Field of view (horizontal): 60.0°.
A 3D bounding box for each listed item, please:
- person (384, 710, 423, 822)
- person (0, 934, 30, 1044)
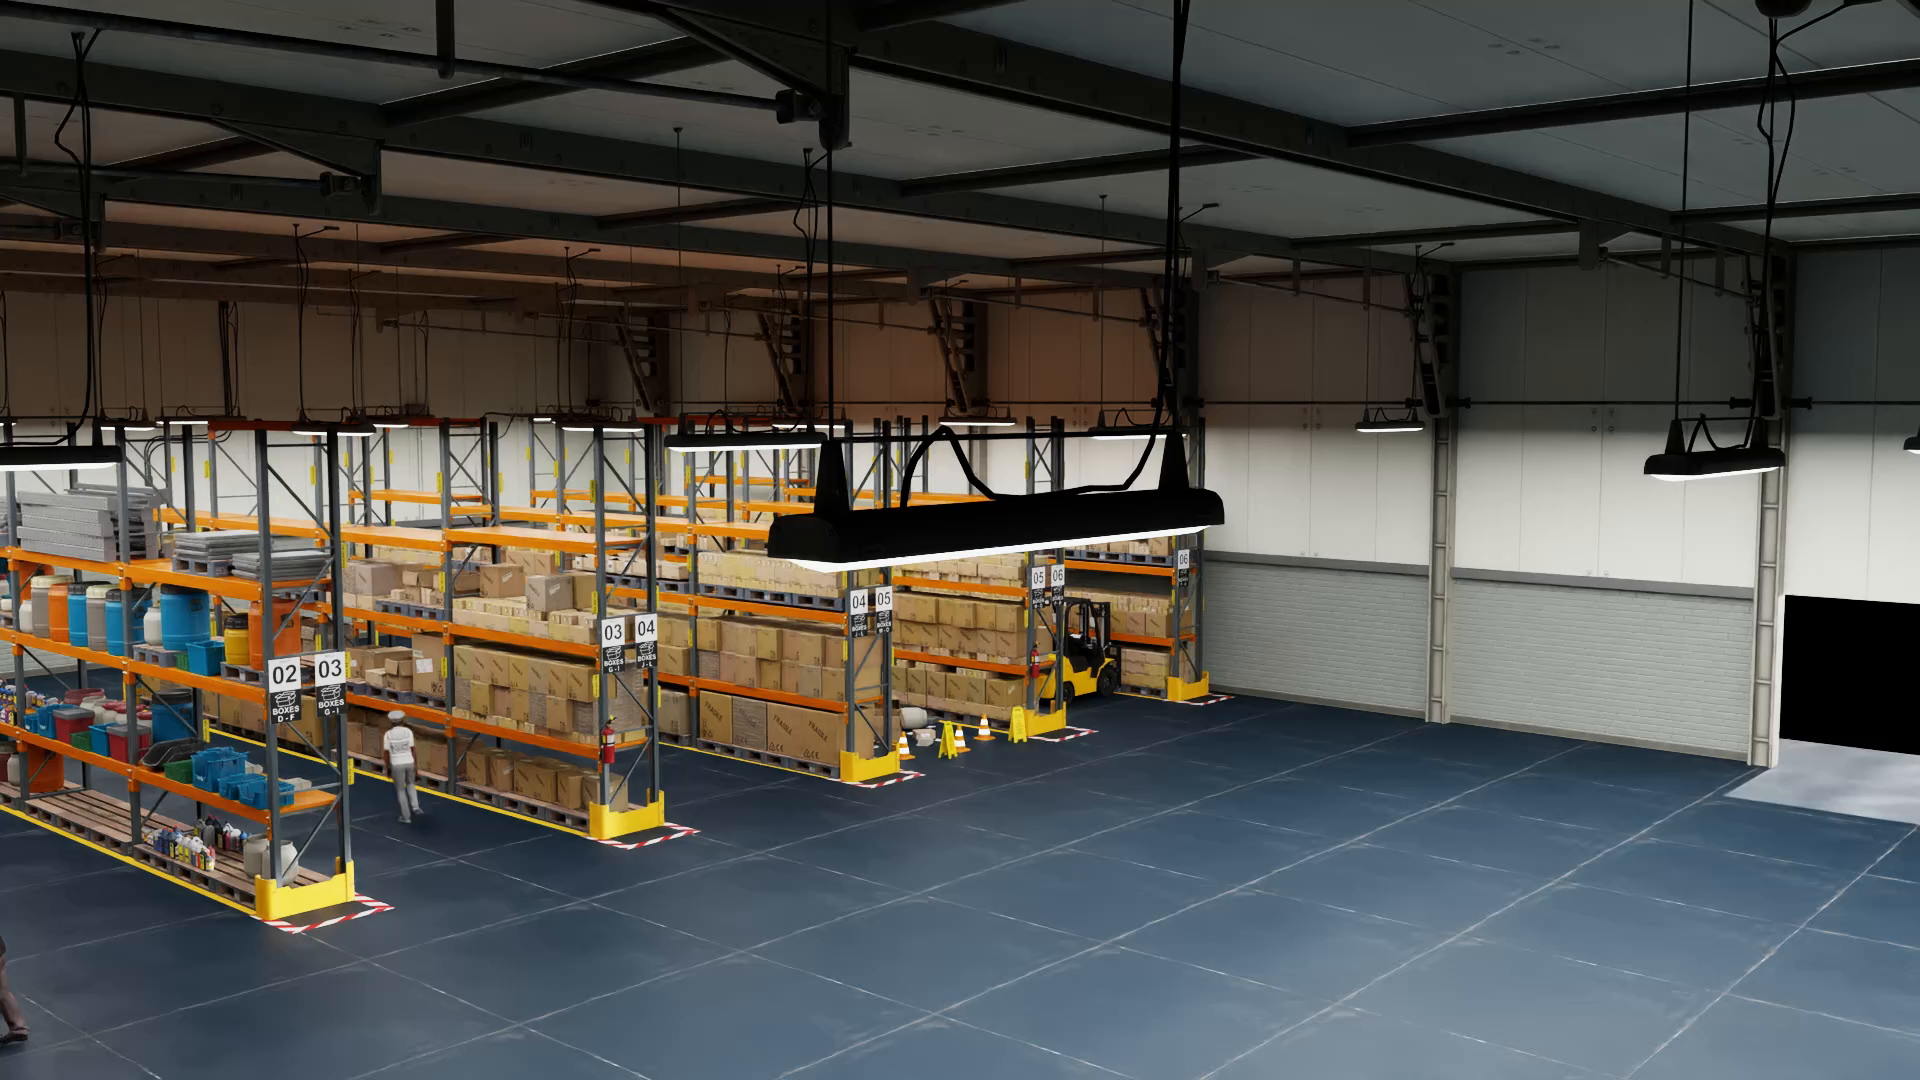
[{"bbox_3d":[-8.394,3.408,25.058,0.505,1.672,0.476,-4,6,-40],"label":"person"},{"bbox_3d":[-9.583,4.124,16.231,0.834,1.699,0.567,-1,5,-13],"label":"person"}]
